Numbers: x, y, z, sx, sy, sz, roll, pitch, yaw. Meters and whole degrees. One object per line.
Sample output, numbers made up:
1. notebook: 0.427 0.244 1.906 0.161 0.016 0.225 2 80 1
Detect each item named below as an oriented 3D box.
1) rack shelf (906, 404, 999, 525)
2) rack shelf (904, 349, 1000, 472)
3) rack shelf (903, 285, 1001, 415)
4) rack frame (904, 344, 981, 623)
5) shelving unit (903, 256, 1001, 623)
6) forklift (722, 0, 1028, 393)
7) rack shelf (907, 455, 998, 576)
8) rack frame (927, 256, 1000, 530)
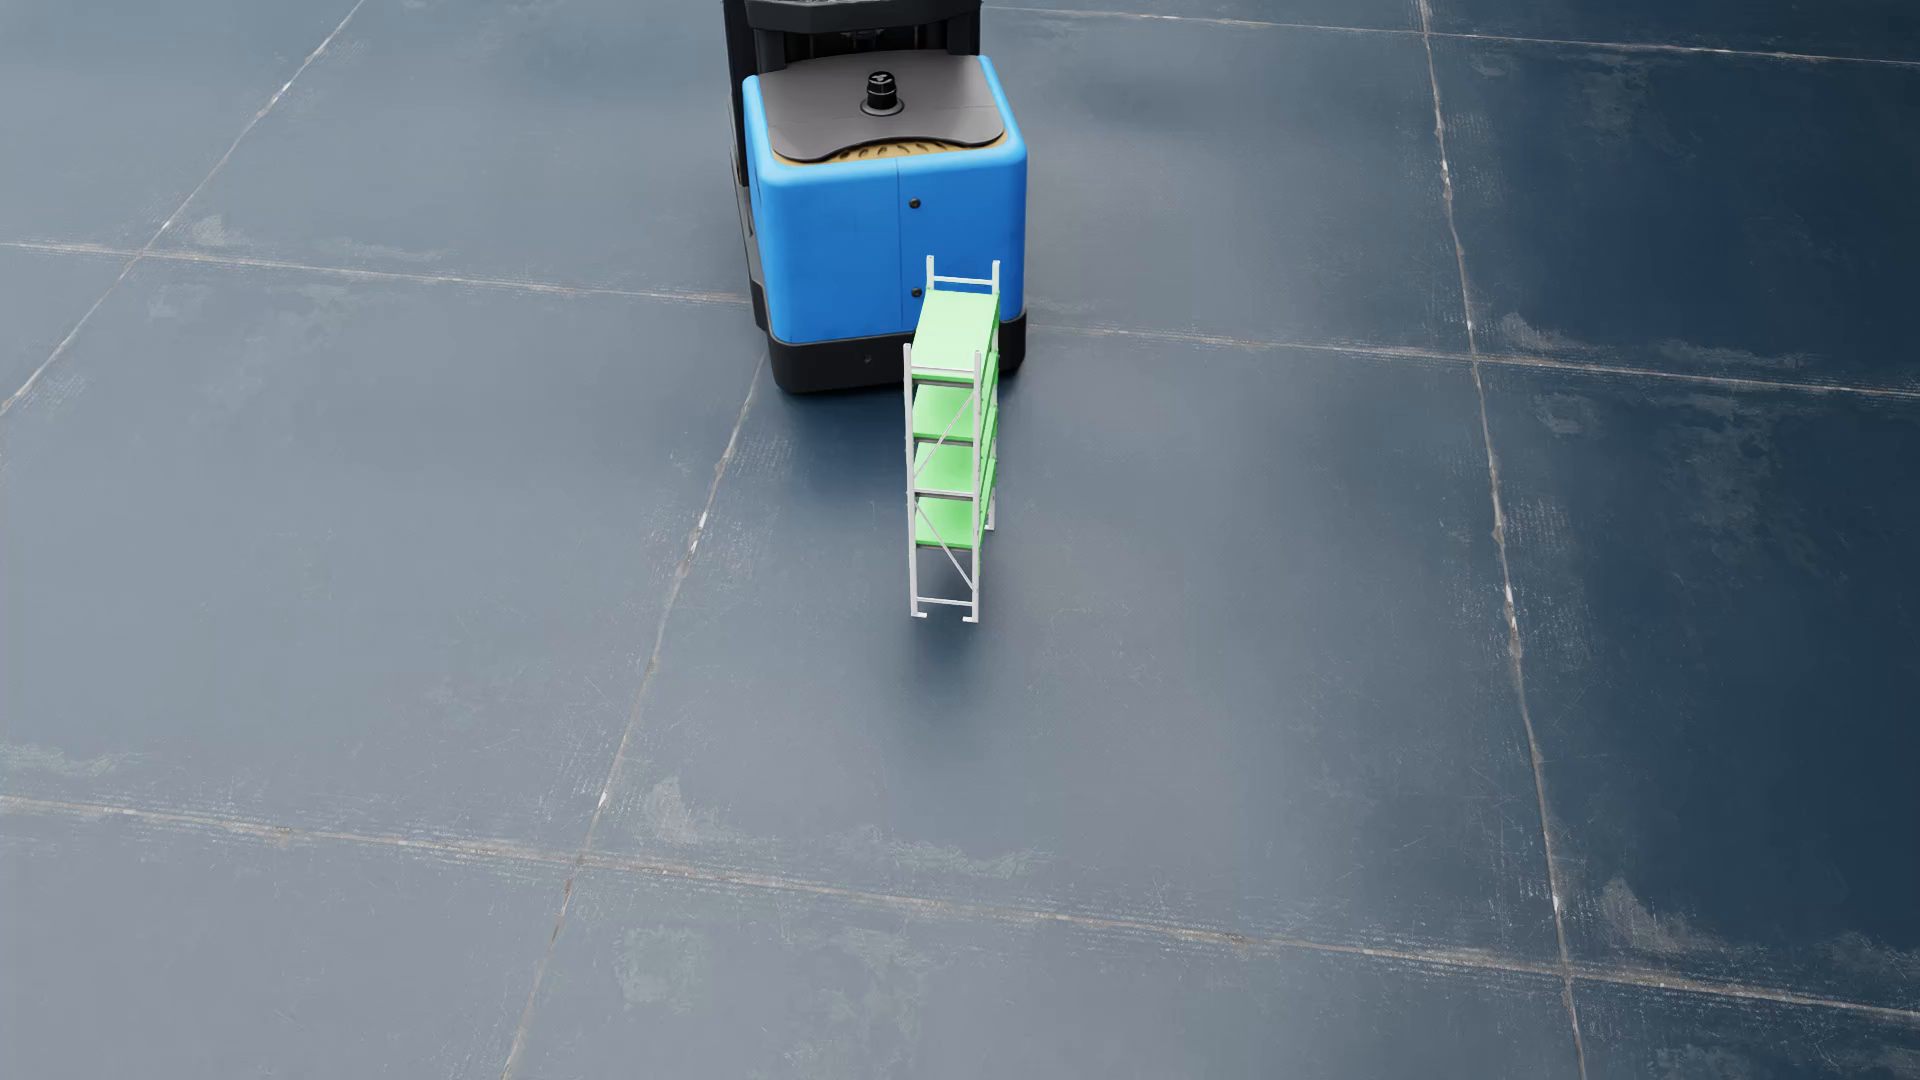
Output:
1. rack shelf: -0.022 -0.276 5.762 0.258 0.148 0.480 5 44 6
2. rack shelf: -0.022 -0.451 5.597 0.258 0.148 0.480 5 44 6
3. rack shelf: -0.022 -0.625 5.432 0.258 0.148 0.480 5 44 6
4. rack frame: -0.054 -0.157 5.543 0.240 1.200 0.015 5 44 6
5. shelving unit: -0.022 -0.323 5.718 0.258 1.200 0.503 5 44 6
6. forklift: -0.501 -2.688 6.957 1.130 2.935 3.031 -7 44 -8
7. rack shelf: -0.022 -0.102 5.927 0.258 0.148 0.480 5 44 6
8. rack frame: 0.010 -0.489 5.894 0.240 1.200 0.015 5 44 6
